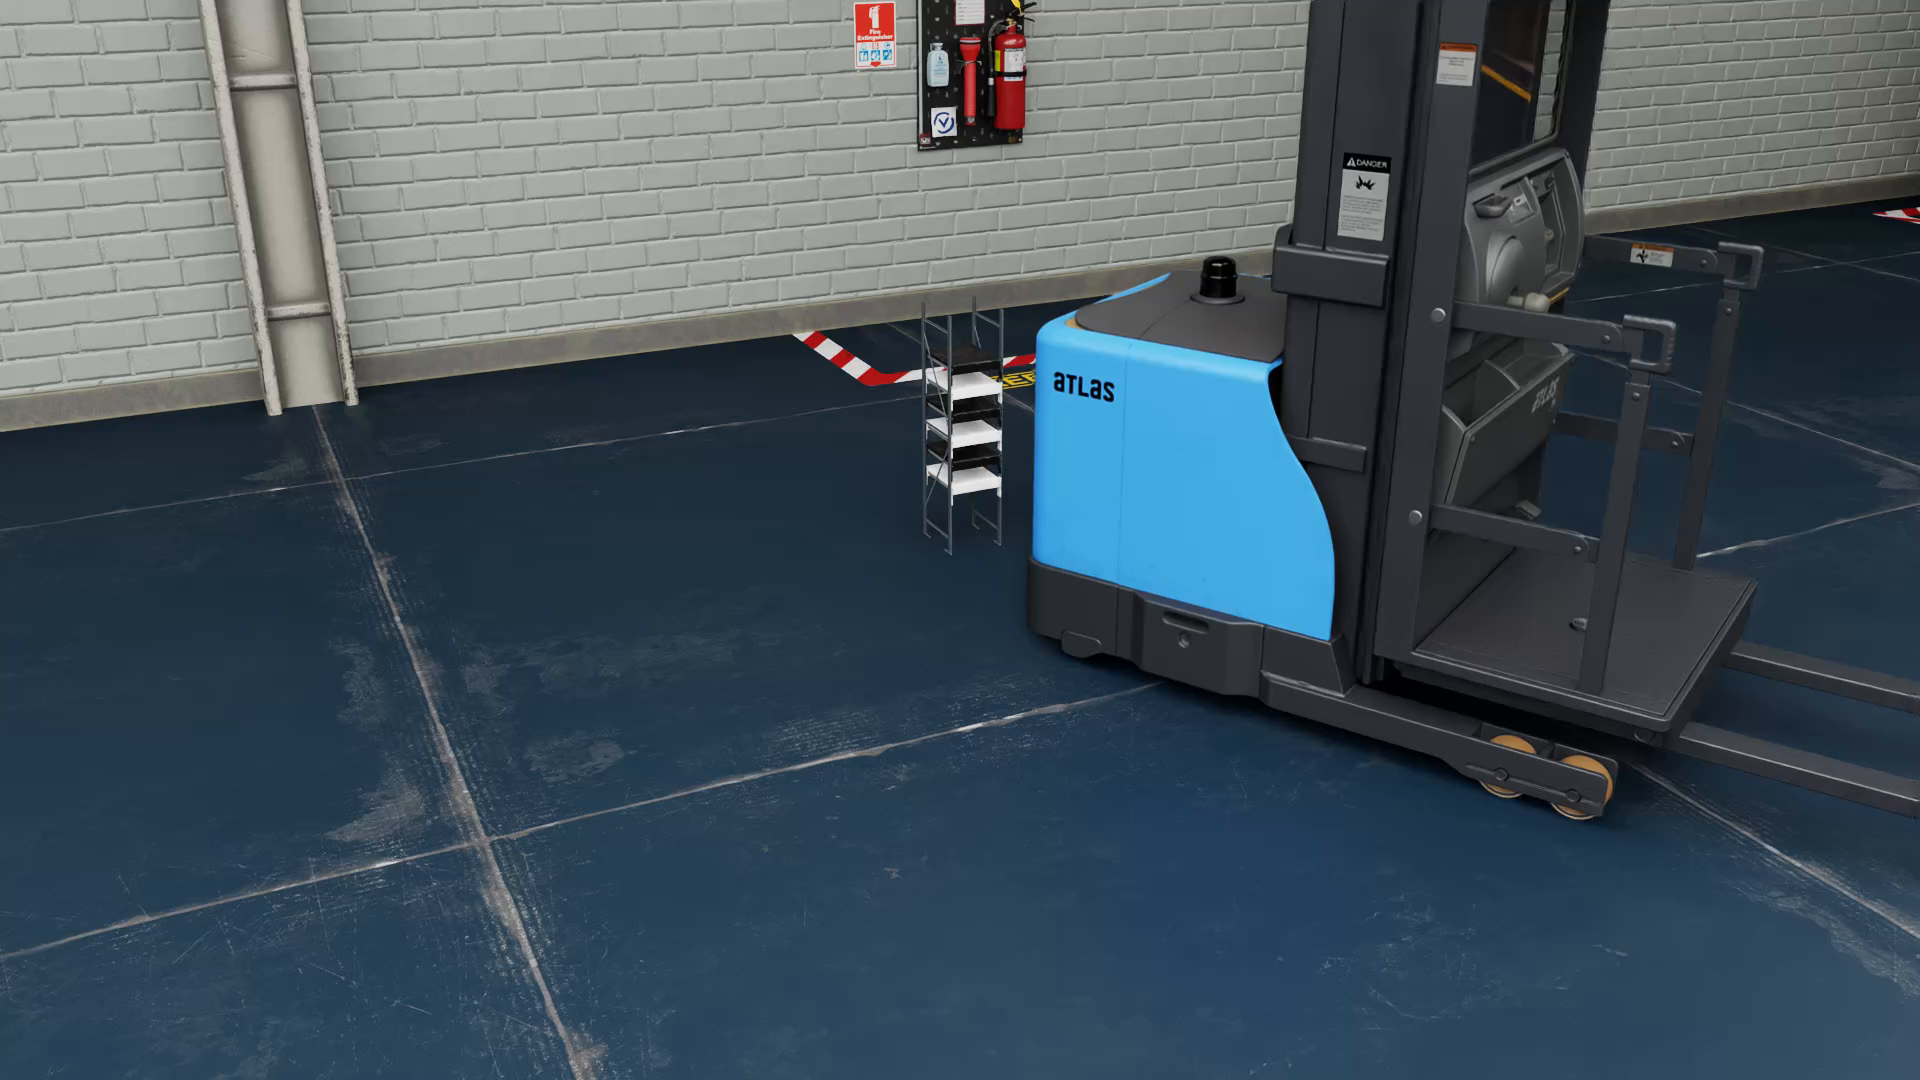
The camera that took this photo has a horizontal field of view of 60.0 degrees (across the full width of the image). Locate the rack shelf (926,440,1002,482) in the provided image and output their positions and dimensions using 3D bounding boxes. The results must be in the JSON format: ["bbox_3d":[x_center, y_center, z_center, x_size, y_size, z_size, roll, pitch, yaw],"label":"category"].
[{"bbox_3d":[0.007,-0.303,6.128,0.200,0.077,0.258,-10,25,-24],"label":"rack shelf"}]

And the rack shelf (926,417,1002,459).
[{"bbox_3d":[0.007,-0.386,6.094,0.200,0.077,0.258,-10,25,-24],"label":"rack shelf"}]

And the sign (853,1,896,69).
[{"bbox_3d":[-0.437,-2.601,8.564,0.234,0.329,0.001,-10,25,-24],"label":"sign"}]

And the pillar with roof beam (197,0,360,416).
[{"bbox_3d":[-1.190,-3.330,2.529,0.400,9.000,9.100,-10,25,-24],"label":"pillar with roof beam"}]

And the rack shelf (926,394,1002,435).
[{"bbox_3d":[0.007,-0.469,6.059,0.200,0.077,0.258,-10,25,-24],"label":"rack shelf"}]

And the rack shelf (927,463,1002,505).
[{"bbox_3d":[0.007,-0.220,6.163,0.200,0.077,0.258,-10,25,-24],"label":"rack shelf"}]

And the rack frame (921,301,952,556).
[{"bbox_3d":[-0.084,-0.400,6.040,0.006,0.900,0.240,-10,25,-24],"label":"rack frame"}]

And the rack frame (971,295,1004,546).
[{"bbox_3d":[0.099,-0.434,6.122,0.006,0.900,0.240,-10,25,-24],"label":"rack frame"}]

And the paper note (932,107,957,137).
[{"bbox_3d":[-0.083,-2.228,8.861,0.142,0.148,0.016,-10,25,-24],"label":"paper note"}]

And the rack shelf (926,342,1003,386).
[{"bbox_3d":[0.007,-0.636,5.991,0.200,0.077,0.258,-10,25,-24],"label":"rack shelf"}]

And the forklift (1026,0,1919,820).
[{"bbox_3d":[1.714,-0.838,4.443,3.031,2.935,1.130,15,27,32],"label":"forklift"}]

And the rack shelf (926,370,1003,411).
[{"bbox_3d":[0.007,-0.553,6.025,0.200,0.077,0.258,-10,25,-24],"label":"rack shelf"}]

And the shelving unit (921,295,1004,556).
[{"bbox_3d":[0.007,-0.417,6.081,0.210,0.900,0.258,-10,25,-24],"label":"shelving unit"}]

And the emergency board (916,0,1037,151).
[{"bbox_3d":[0.106,-2.640,8.706,0.643,1.169,0.194,-10,25,-24],"label":"emergency board"}]
